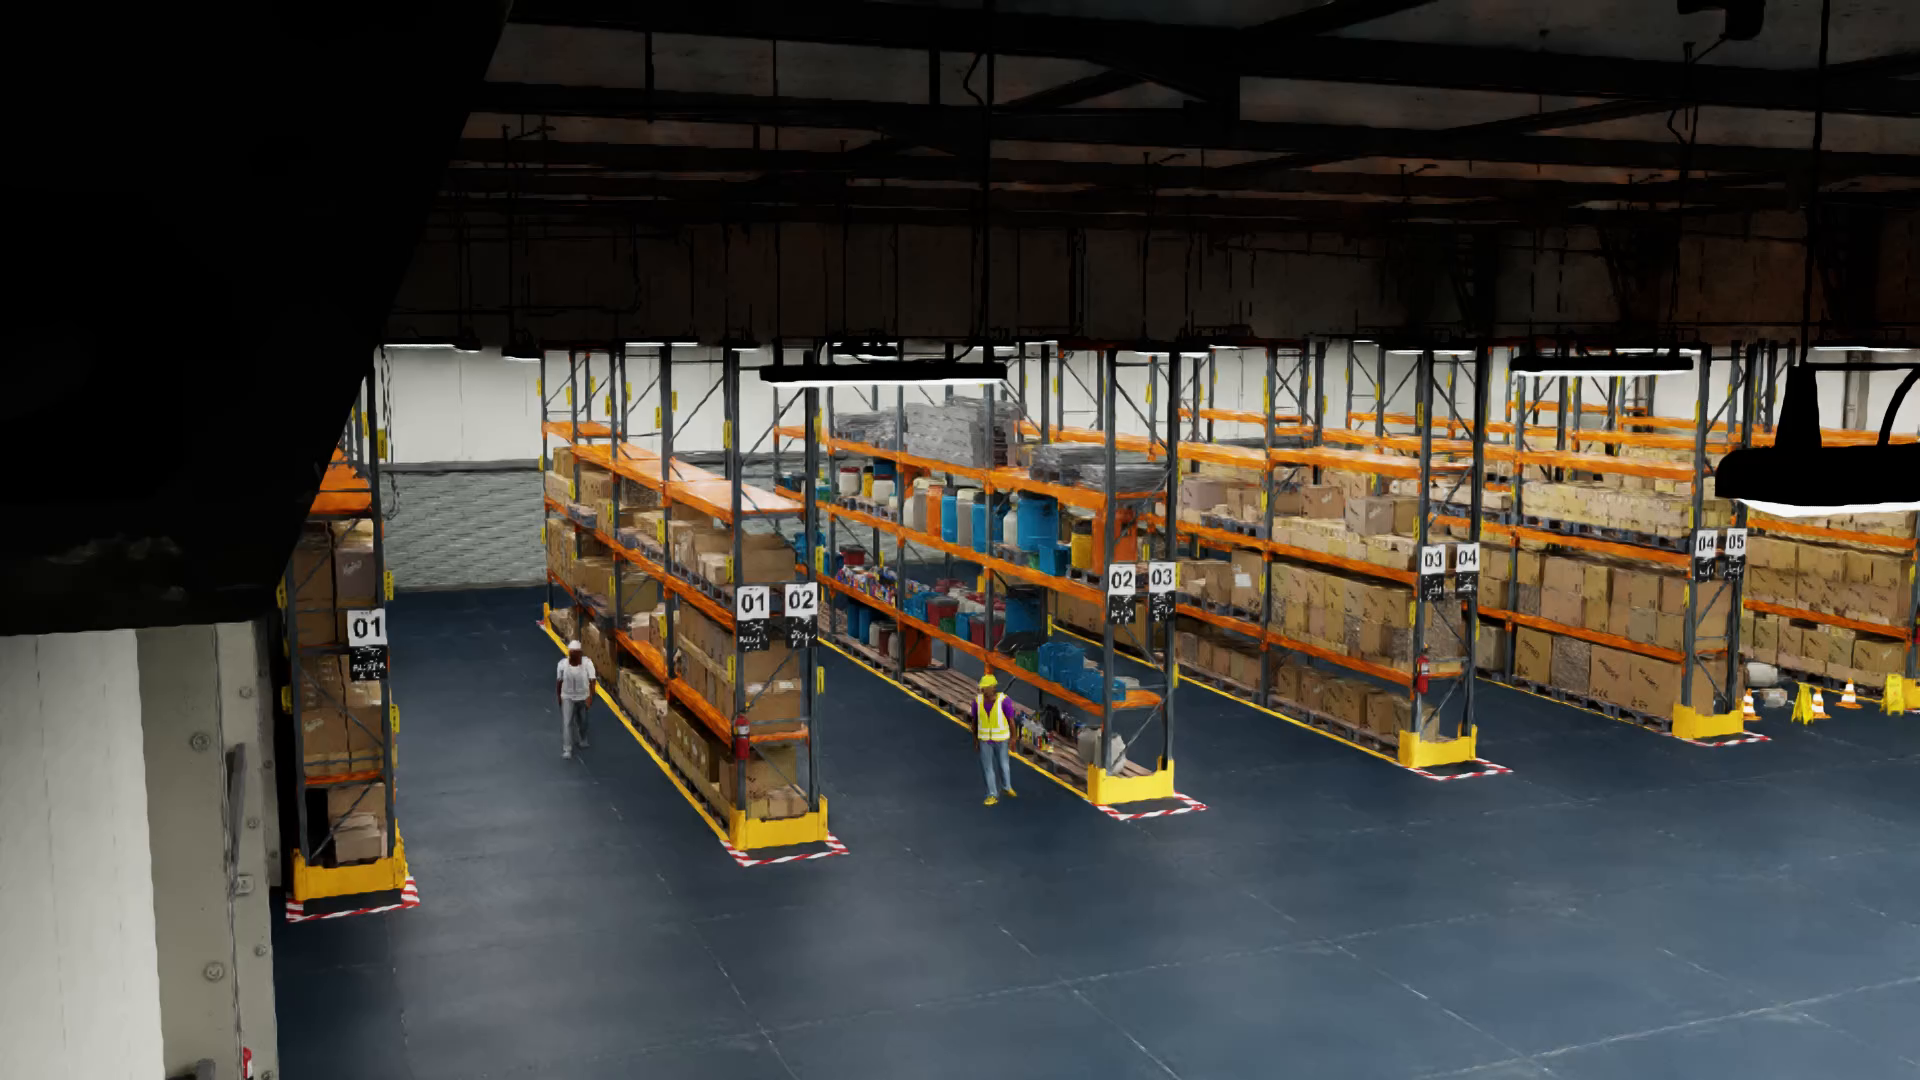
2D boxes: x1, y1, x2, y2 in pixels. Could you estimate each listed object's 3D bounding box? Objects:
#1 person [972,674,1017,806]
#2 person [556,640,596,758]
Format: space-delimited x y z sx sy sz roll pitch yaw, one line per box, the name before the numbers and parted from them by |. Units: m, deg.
person | 0.456 2.615 21.999 0.611 1.753 0.582 2 8 14
person | -5.634 2.305 24.443 0.571 1.705 1.042 -2 8 -13
